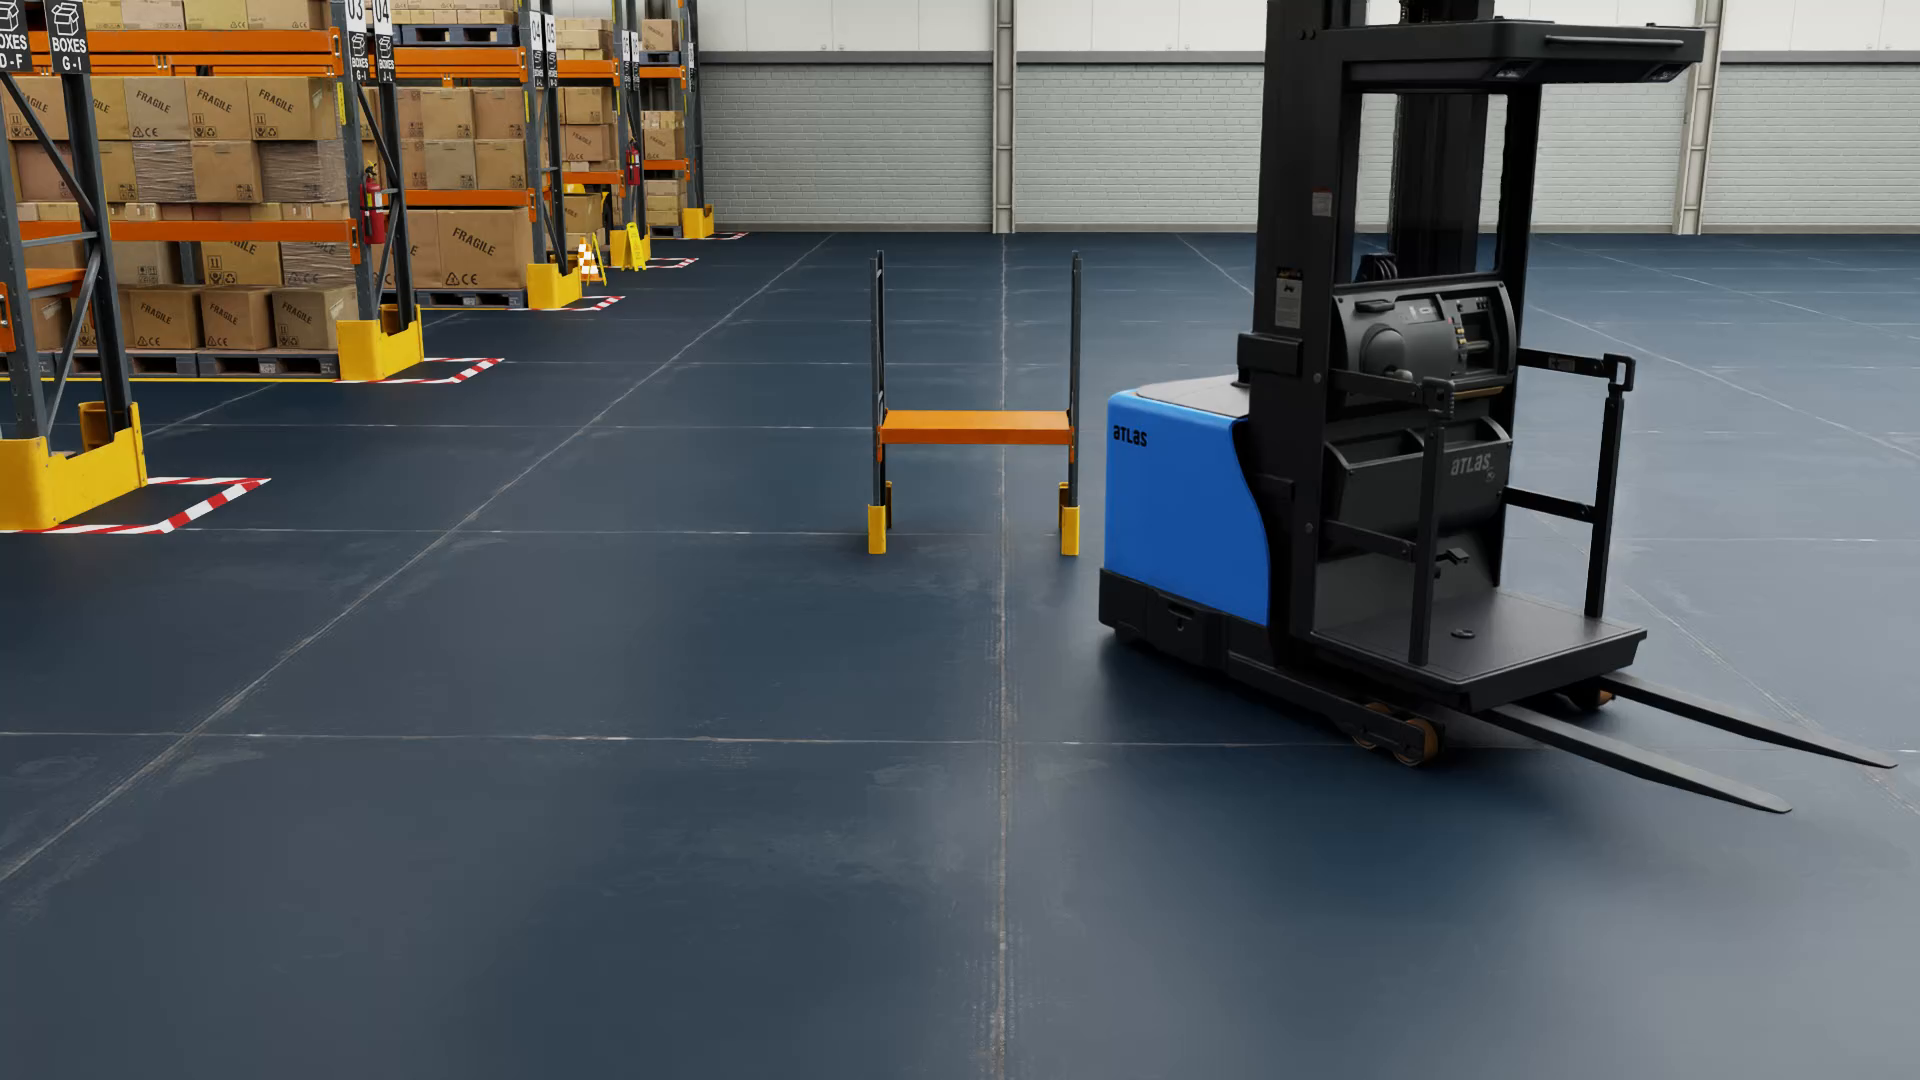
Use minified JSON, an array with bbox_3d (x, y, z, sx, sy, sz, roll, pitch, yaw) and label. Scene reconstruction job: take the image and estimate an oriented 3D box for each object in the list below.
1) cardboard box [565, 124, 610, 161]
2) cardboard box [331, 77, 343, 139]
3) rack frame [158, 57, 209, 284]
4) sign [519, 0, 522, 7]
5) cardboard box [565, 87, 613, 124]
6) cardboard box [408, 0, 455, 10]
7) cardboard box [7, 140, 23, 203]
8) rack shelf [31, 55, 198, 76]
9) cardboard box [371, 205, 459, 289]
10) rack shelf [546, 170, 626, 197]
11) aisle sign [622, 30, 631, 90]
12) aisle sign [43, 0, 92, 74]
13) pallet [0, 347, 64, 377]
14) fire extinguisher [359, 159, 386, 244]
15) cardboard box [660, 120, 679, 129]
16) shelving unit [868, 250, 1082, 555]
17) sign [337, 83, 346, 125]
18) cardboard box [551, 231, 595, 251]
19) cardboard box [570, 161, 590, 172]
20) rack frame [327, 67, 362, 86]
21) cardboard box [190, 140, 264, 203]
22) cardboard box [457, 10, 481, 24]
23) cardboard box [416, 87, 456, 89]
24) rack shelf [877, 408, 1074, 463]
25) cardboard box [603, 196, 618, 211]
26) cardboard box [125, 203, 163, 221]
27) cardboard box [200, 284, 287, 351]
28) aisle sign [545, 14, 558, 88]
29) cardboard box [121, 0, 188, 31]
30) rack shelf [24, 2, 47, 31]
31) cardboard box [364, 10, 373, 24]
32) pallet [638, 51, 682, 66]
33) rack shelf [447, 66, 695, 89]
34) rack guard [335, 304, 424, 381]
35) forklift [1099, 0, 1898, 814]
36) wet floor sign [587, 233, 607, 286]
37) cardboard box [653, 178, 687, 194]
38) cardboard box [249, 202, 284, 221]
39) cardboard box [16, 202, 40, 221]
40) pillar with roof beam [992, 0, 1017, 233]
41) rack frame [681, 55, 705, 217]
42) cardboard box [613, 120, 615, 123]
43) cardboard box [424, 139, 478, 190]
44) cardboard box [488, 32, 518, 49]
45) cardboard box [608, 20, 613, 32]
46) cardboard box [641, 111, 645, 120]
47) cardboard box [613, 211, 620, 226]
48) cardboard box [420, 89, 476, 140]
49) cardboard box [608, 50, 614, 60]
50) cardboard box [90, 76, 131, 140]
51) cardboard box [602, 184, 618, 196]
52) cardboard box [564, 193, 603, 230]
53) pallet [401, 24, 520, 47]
[{"bbox_3d":[-5.220,-5.579,23.328,0.500,0.500,0.500,0,15,0],"label":"cardboard box"},{"bbox_3d":[-5.467,-3.675,14.152,0.500,0.500,0.500,0,15,1],"label":"cardboard box"},{"bbox_3d":[-8.695,-4.217,18.944,0.127,3.000,1.000,0,15,1],"label":"rack frame"},{"bbox_3d":[-4.724,-5.893,17.835,0.005,0.325,0.100,0,15,1],"label":"sign"},{"bbox_3d":[-5.187,-6.077,23.255,0.500,0.500,0.700,0,15,0],"label":"cardboard box"},{"bbox_3d":[-5.692,-5.899,18.132,0.500,0.250,0.500,0,15,2],"label":"cardboard box"},{"bbox_3d":[-7.975,-3.114,13.984,0.500,0.500,0.875,0,15,1],"label":"cardboard box"},{"bbox_3d":[-10.694,-5.333,18.702,4.000,0.370,1.077,0,15,1],"label":"rack shelf"},{"bbox_3d":[-6.255,-3.359,19.035,0.875,0.875,0.875,0,15,1],"label":"cardboard box"},{"bbox_3d":[-6.670,-5.119,23.773,4.000,0.370,1.077,0,15,1],"label":"rack shelf"},{"bbox_3d":[-4.616,-6.637,23.018,0.004,0.787,0.394,0,15,1],"label":"aisle sign"},{"bbox_3d":[-4.971,-2.995,9.215,0.004,0.787,0.394,0,15,1],"label":"aisle sign"},{"bbox_3d":[-8.250,-1.609,14.525,1.213,0.211,1.003,0,15,1],"label":"pallet"},{"bbox_3d":[-4.821,-2.771,13.615,0.183,0.674,0.296,0,15,1],"label":"fire extinguisher"},{"bbox_3d":[-4.901,-7.013,28.072,0.250,0.149,0.380,1,15,2],"label":"cardboard box"},{"bbox_3d":[0.076,-0.725,8.647,1.083,1.500,0.587,0,15,1],"label":"shelving unit"},{"bbox_3d":[-4.958,-3.498,13.329,0.005,0.325,0.100,0,15,1],"label":"sign"},{"bbox_3d":[-5.510,-4.264,23.690,0.500,0.250,0.500,0,15,1],"label":"cardboard box"},{"bbox_3d":[-5.306,-5.254,23.365,0.250,0.149,0.380,0,15,1],"label":"cardboard box"},{"bbox_3d":[-8.669,-5.480,23.731,0.127,3.000,1.000,0,15,1],"label":"rack frame"},{"bbox_3d":[-5.976,-3.102,13.939,0.500,0.500,0.875,0,15,1],"label":"cardboard box"},{"bbox_3d":[-5.289,-5.689,18.115,0.250,0.149,0.380,0,15,2],"label":"cardboard box"},{"bbox_3d":[-7.224,-6.078,23.260,0.500,0.500,0.700,0,15,0],"label":"cardboard box"},{"bbox_3d":[0.085,-0.551,8.692,1.000,0.185,0.538,0,15,1],"label":"rack shelf"},{"bbox_3d":[-6.060,-5.763,28.388,0.500,0.250,0.500,0,15,0],"label":"cardboard box"},{"bbox_3d":[-6.716,-2.737,13.828,0.250,0.149,0.380,0,15,1],"label":"cardboard box"},{"bbox_3d":[-6.146,-1.925,14.331,0.500,0.500,0.500,4,15,16],"label":"cardboard box"},{"bbox_3d":[-4.617,-5.524,18.801,0.004,0.787,0.394,0,15,1],"label":"aisle sign"},{"bbox_3d":[-6.423,-4.251,13.486,0.500,0.250,0.500,1,15,3],"label":"cardboard box"},{"bbox_3d":[-7.050,-2.779,9.024,4.000,0.370,1.077,0,15,1],"label":"rack shelf"},{"bbox_3d":[-6.307,-5.695,18.140,0.250,0.149,0.380,0,15,2],"label":"cardboard box"},{"bbox_3d":[-5.254,-8.139,28.101,1.213,0.211,1.003,0,15,1],"label":"pallet"},{"bbox_3d":[-6.547,-7.835,28.188,4.000,0.370,1.077,0,15,1],"label":"rack shelf"},{"bbox_3d":[-5.000,-1.719,14.374,0.348,0.500,1.175,0,15,1],"label":"rack guard"},{"bbox_3d":[1.850,-0.763,5.985,1.130,2.935,3.031,-10,18,-33],"label":"forklift"},{"bbox_3d":[-4.616,-3.557,21.058,0.232,0.644,0.267,-2,15,-8],"label":"wet floor sign"},{"bbox_3d":[-5.023,-6.128,28.794,0.500,0.250,0.500,0,15,1],"label":"cardboard box"},{"bbox_3d":[-5.715,-2.745,13.856,0.250,0.149,0.380,0,15,1],"label":"cardboard box"},{"bbox_3d":[-7.716,-2.742,13.847,0.250,0.149,0.380,0,15,1],"label":"cardboard box"},{"bbox_3d":[0.668,-8.718,24.244,0.400,9.000,9.100,0,15,1],"label":"pillar with roof beam"},{"bbox_3d":[-4.548,-6.720,28.430,0.127,3.000,1.000,0,15,1],"label":"rack frame"},{"bbox_3d":[-5.931,-7.018,28.093,0.250,0.149,0.380,0,15,0],"label":"cardboard box"},{"bbox_3d":[-5.618,-4.252,18.783,0.550,0.550,0.875,0,15,1],"label":"cardboard box"},{"bbox_3d":[-6.211,-6.916,23.004,0.500,0.250,0.500,1,15,3],"label":"cardboard box"},{"bbox_3d":[-5.021,-7.223,23.386,0.250,0.149,0.380,0,15,1],"label":"cardboard box"},{"bbox_3d":[-5.421,-7.163,28.058,0.250,0.149,0.380,1,15,3],"label":"cardboard box"},{"bbox_3d":[-6.022,-5.527,28.476,0.500,0.250,0.500,1,15,2],"label":"cardboard box"},{"bbox_3d":[-5.618,-4.778,18.659,0.550,0.550,0.875,0,15,1],"label":"cardboard box"},{"bbox_3d":[-4.994,-6.868,23.603,0.250,0.149,0.380,0,15,1],"label":"cardboard box"},{"bbox_3d":[-6.979,-3.554,13.691,0.500,0.500,0.500,0,15,1],"label":"cardboard box"},{"bbox_3d":[-6.031,-6.003,28.319,0.500,0.250,0.500,1,15,2],"label":"cardboard box"},{"bbox_3d":[-5.494,-4.766,24.121,0.500,0.500,0.500,0,15,0],"label":"cardboard box"},{"bbox_3d":[-5.438,-5.601,18.482,1.213,0.211,1.003,0,15,1],"label":"pallet"}]
